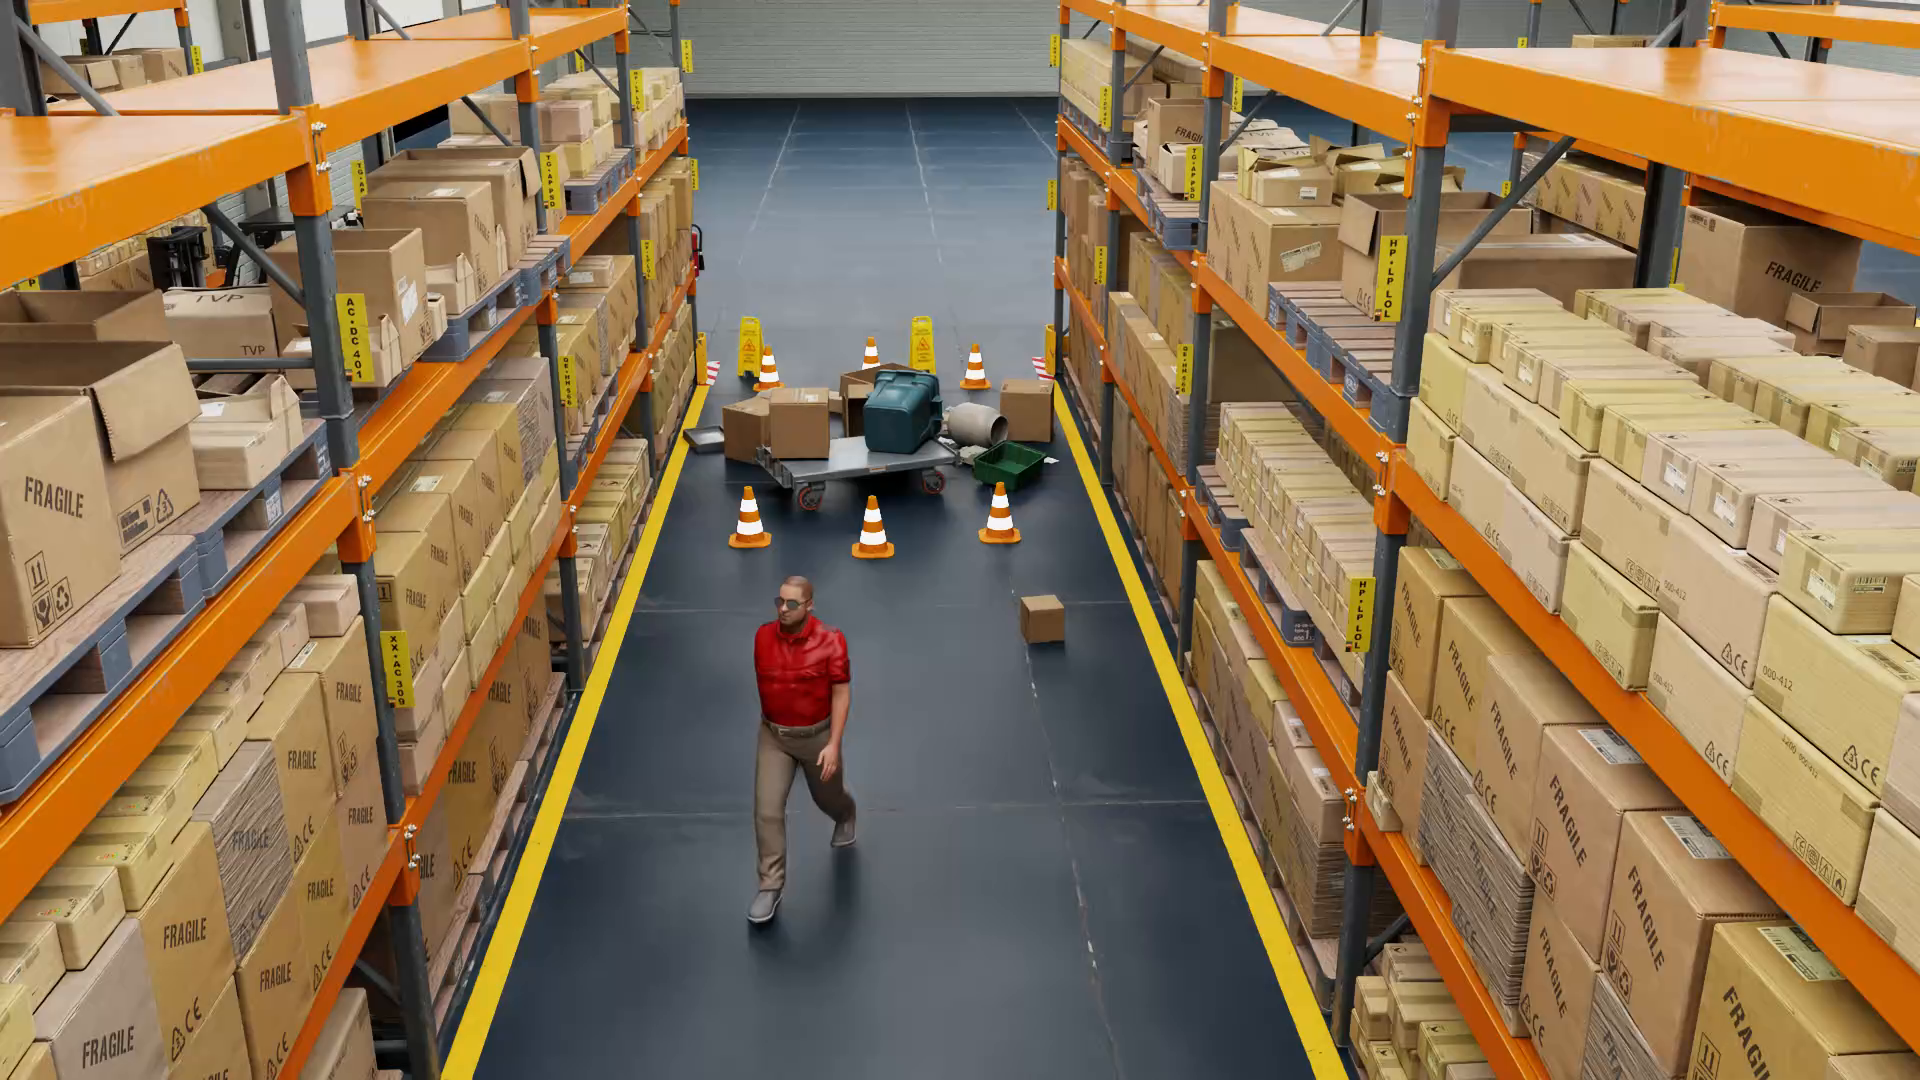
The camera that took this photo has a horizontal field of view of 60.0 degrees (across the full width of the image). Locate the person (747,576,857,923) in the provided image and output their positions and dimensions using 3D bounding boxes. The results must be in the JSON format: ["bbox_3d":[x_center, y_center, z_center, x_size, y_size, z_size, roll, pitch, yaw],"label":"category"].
[{"bbox_3d":[-0.802,0.986,8.425,0.530,1.677,1.028,4,21,11],"label":"person"}]
